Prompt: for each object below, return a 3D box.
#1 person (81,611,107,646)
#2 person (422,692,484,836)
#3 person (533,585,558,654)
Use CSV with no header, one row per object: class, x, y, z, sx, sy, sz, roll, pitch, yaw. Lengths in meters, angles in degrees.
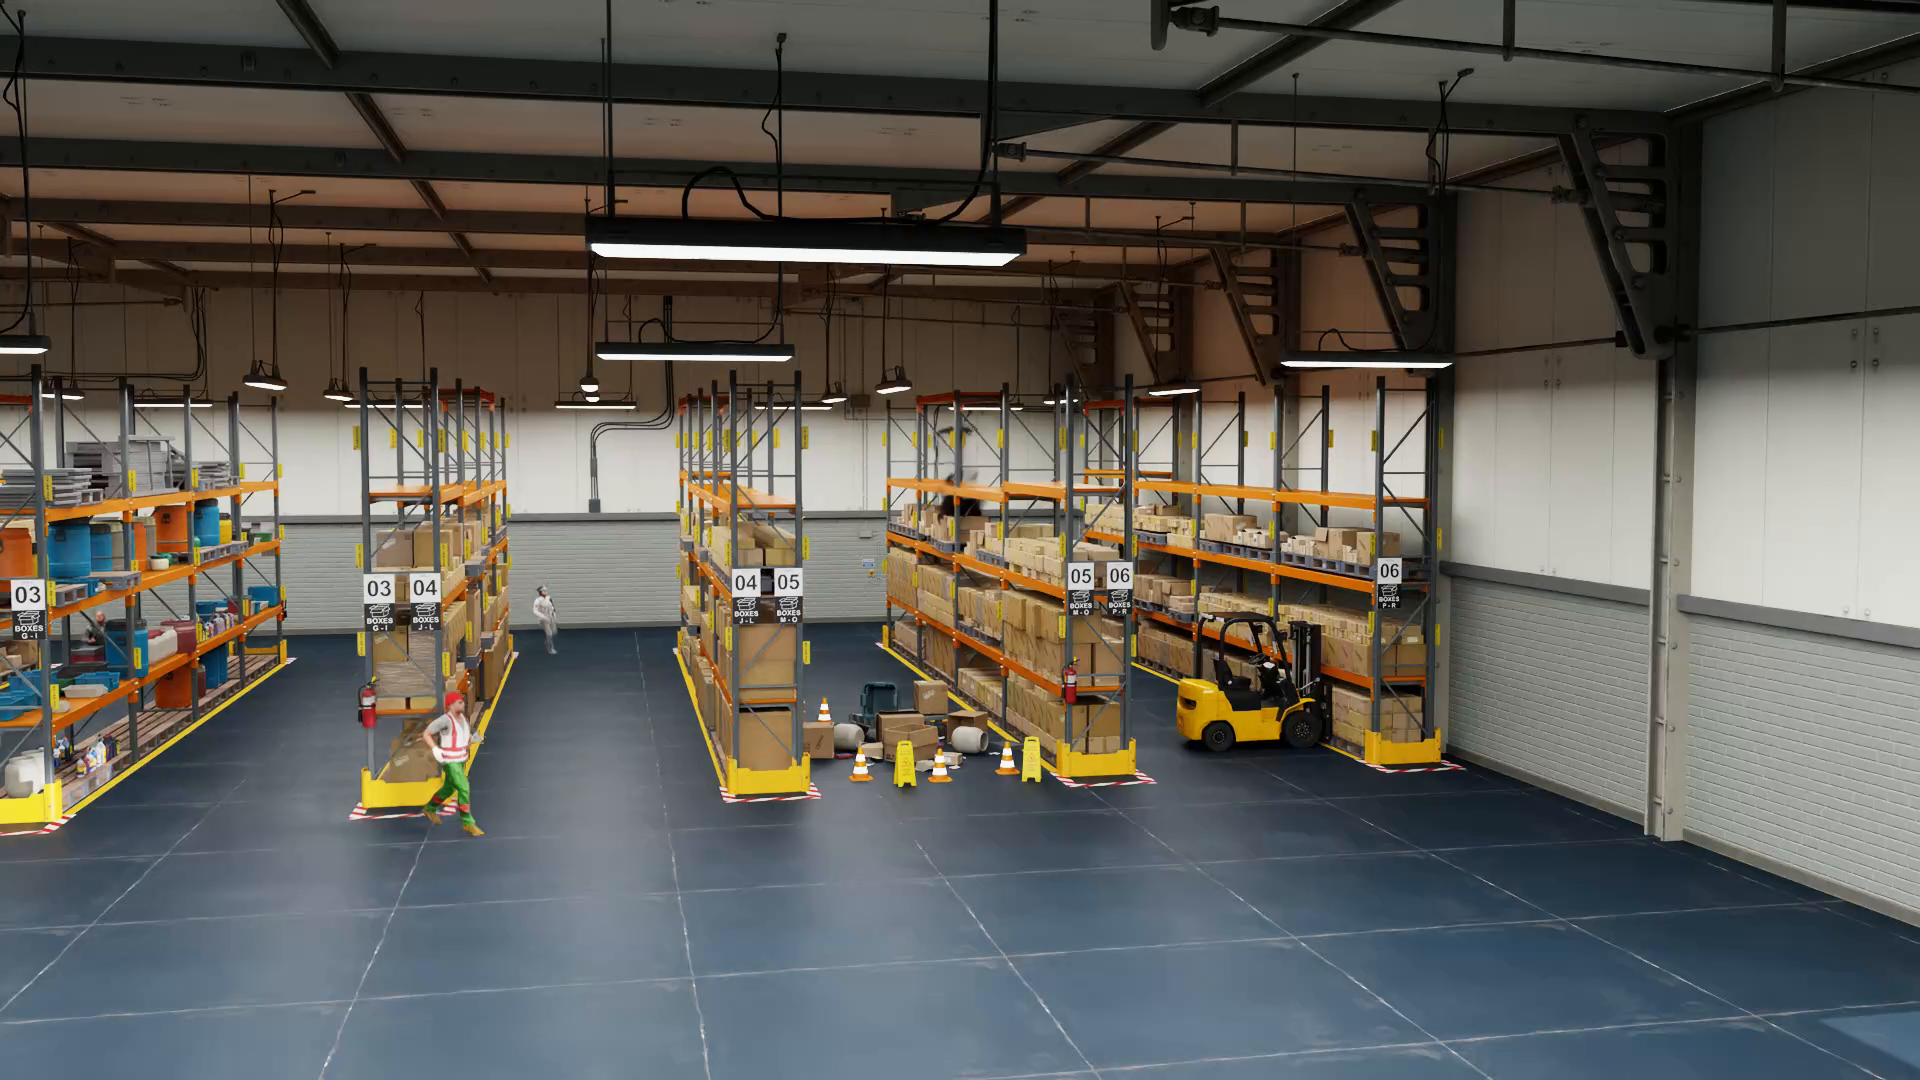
person,-16.459,2.224,31.861,0.652,1.742,0.902,-1,4,-22
person,-6.501,2.840,21.189,0.972,1.815,0.678,1,4,15
person,-9.727,1.860,39.043,0.501,1.633,0.604,3,5,41
